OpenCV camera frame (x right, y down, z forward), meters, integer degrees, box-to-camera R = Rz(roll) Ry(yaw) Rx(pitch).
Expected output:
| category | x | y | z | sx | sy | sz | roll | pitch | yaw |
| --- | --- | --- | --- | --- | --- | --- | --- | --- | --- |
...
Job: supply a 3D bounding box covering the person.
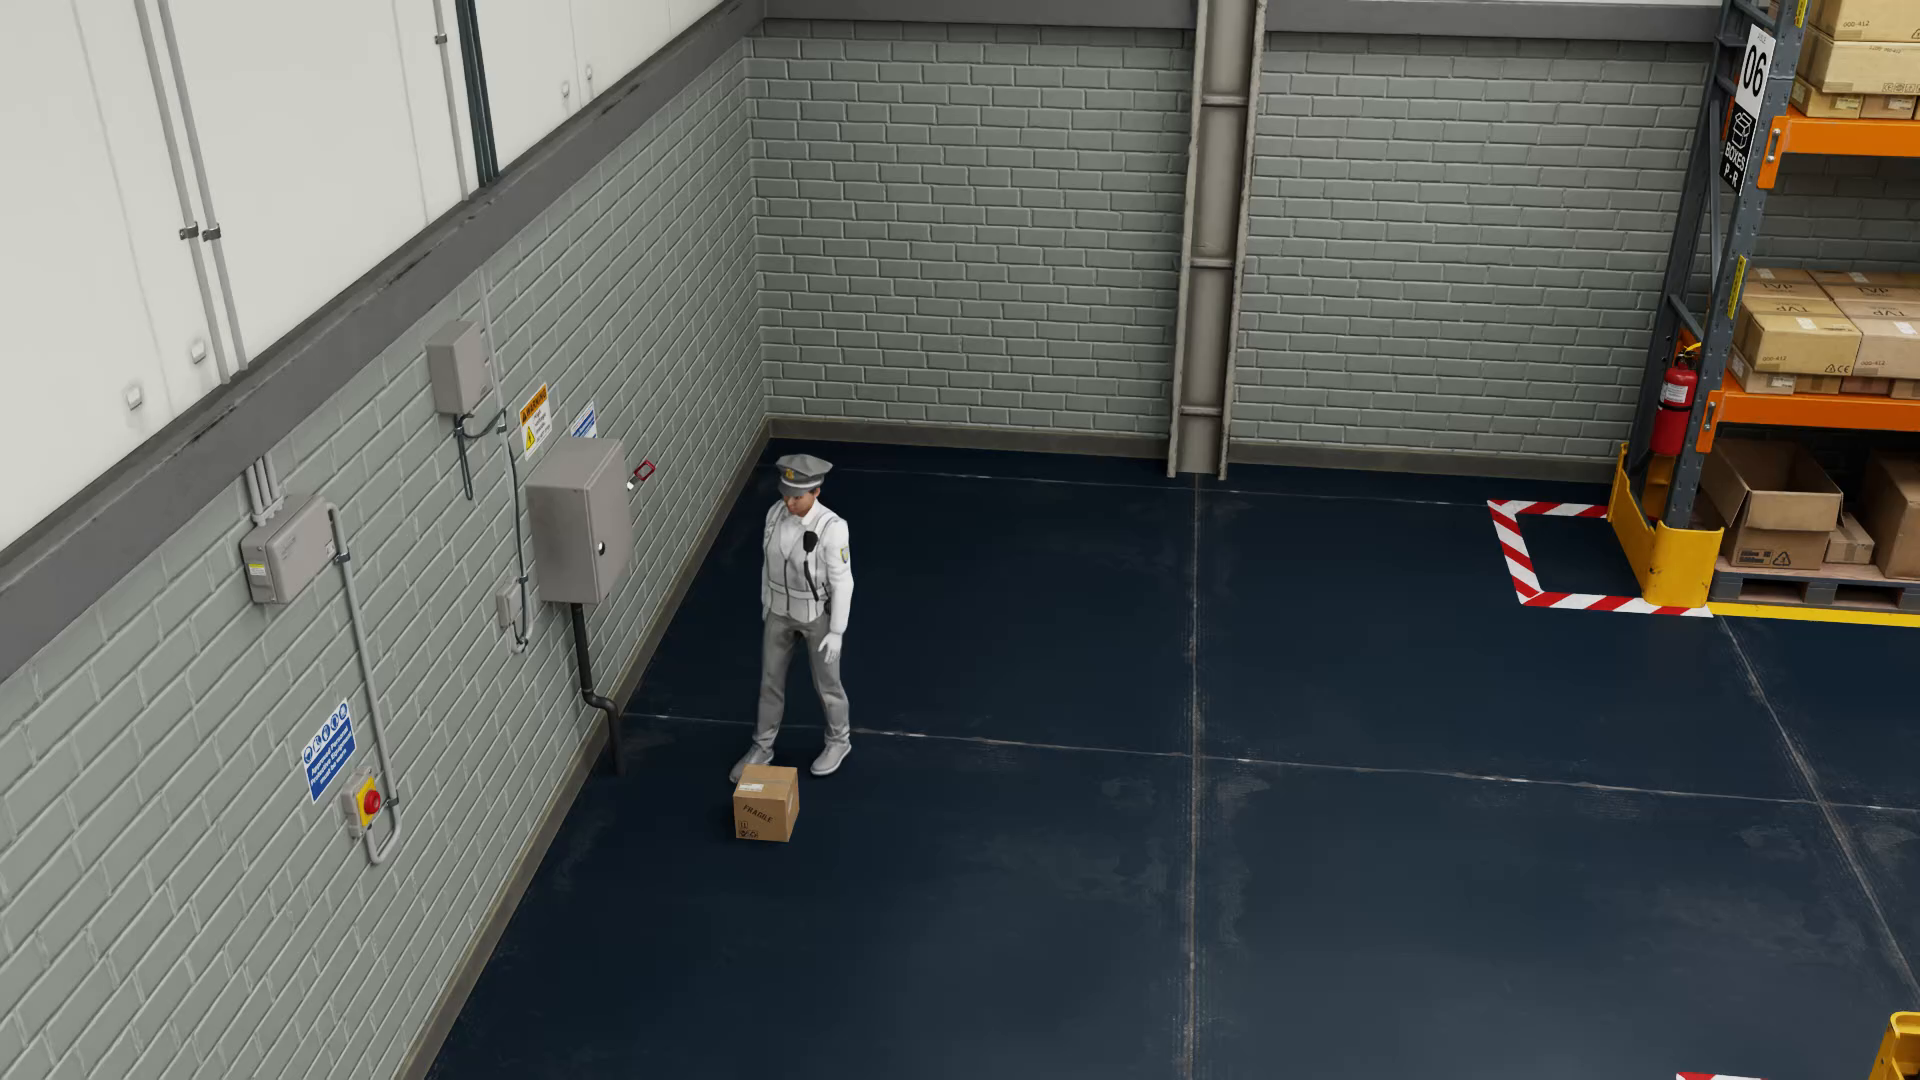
| category | x | y | z | sx | sy | sz | roll | pitch | yaw |
| --- | --- | --- | --- | --- | --- | --- | --- | --- | --- |
| person | -0.796 | 0.544 | 7.924 | 0.530 | 1.354 | 0.543 | 15 | 32 | 25 |
